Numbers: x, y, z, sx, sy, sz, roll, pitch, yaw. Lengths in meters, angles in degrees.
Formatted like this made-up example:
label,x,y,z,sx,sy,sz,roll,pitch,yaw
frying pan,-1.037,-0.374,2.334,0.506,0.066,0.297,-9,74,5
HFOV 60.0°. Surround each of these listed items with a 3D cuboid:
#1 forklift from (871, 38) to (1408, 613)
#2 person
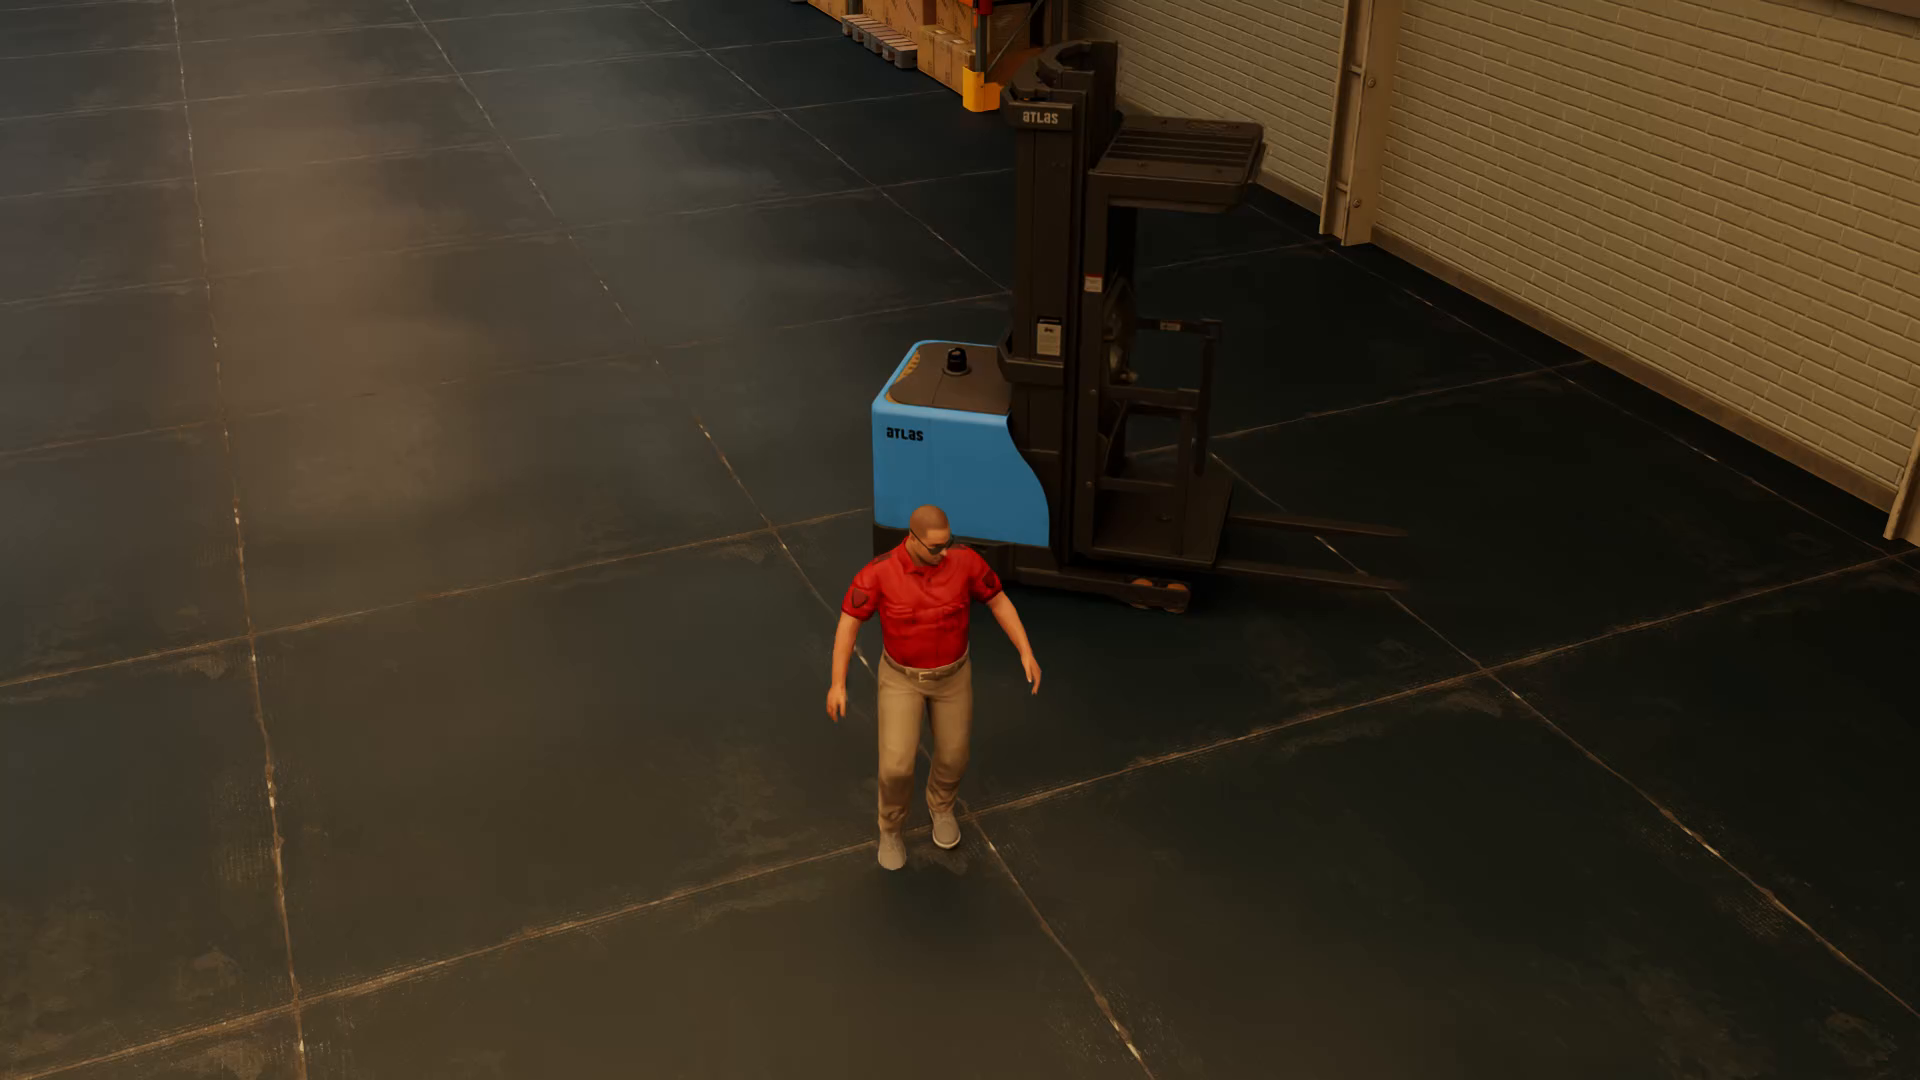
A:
label,x,y,z,sx,sy,sz,roll,pitch,yaw
forklift,1.064,-1.152,9.134,3.031,2.935,1.130,7,31,12
person,-0.127,0.654,7.274,0.923,1.761,0.464,-4,30,-7
